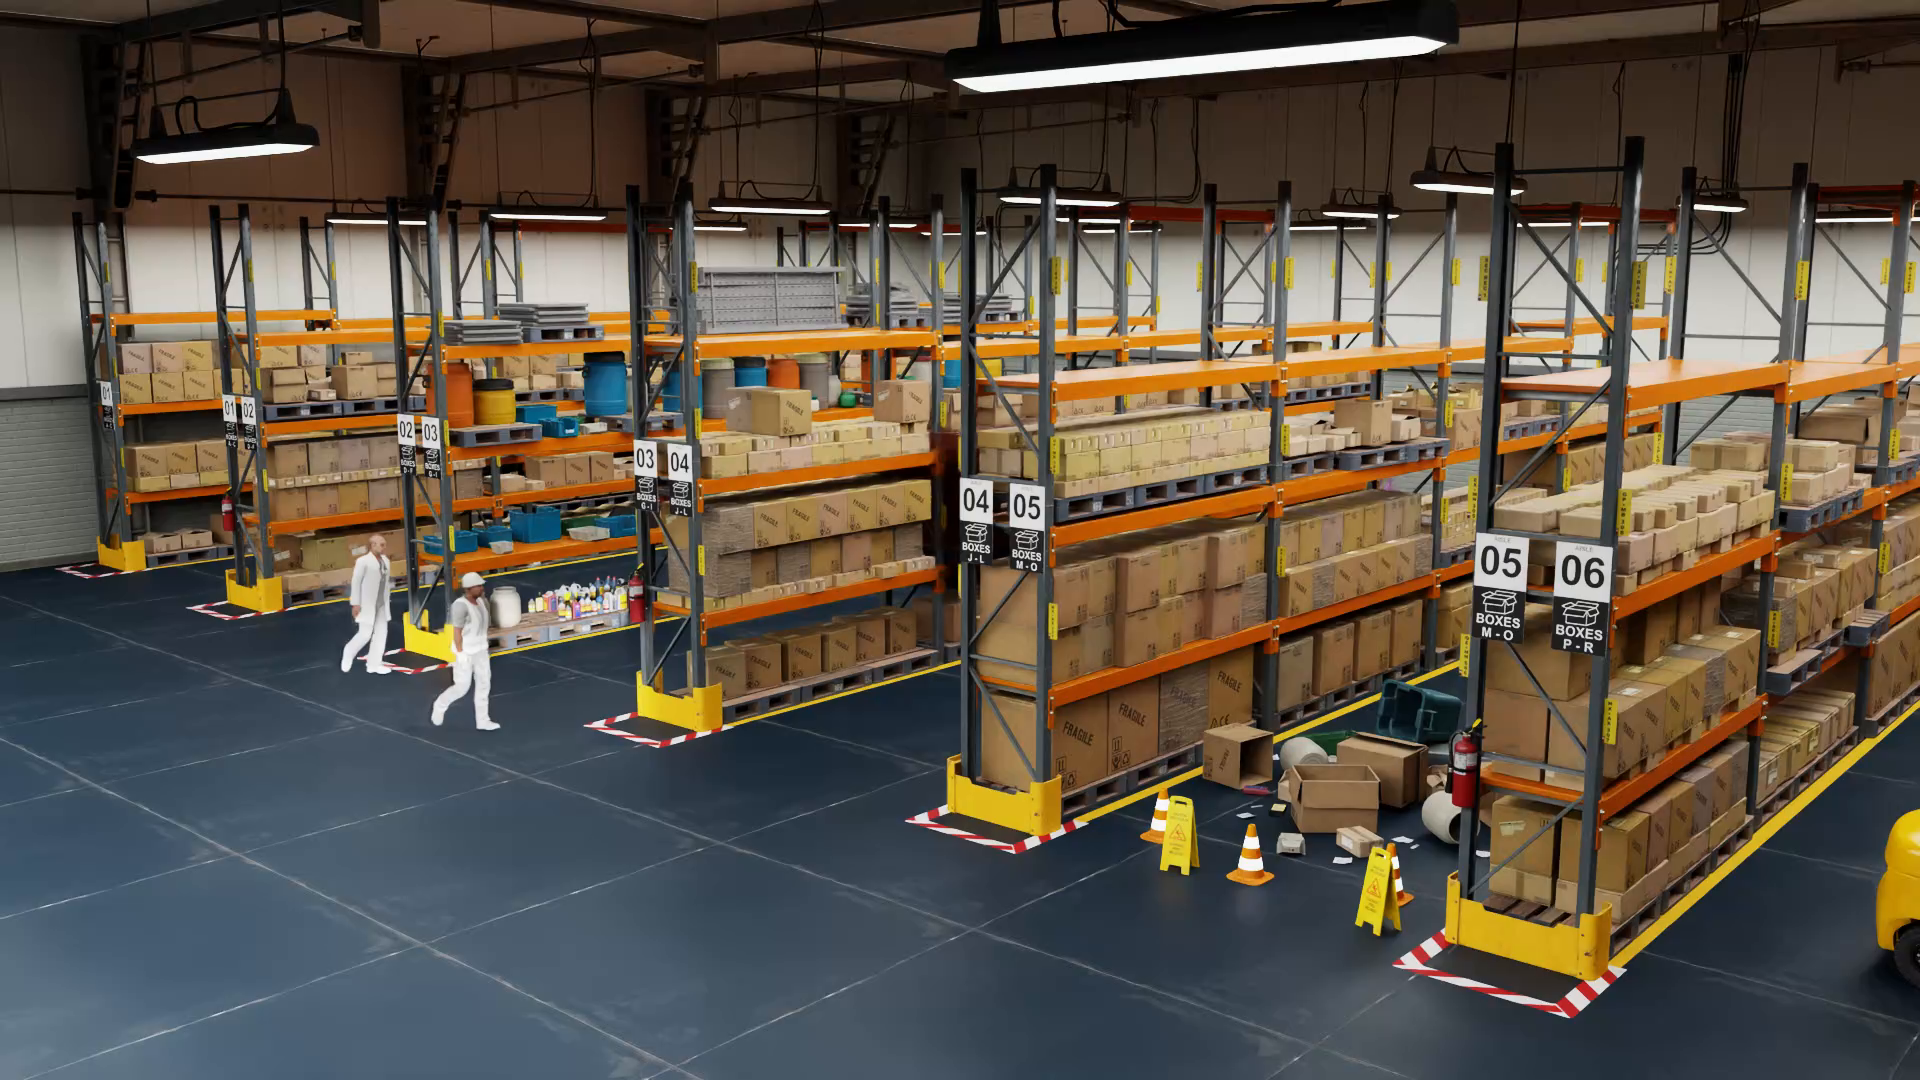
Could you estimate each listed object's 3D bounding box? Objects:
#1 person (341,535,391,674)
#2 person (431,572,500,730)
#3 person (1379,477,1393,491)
[{"bbox_3d":[-7.516,0.806,21.047,0.665,1.758,0.602,5,11,30],"label":"person"},{"bbox_3d":[-5.496,1.233,18.436,0.742,1.781,0.554,4,10,24],"label":"person"},{"bbox_3d":[8.095,-0.864,31.741,0.597,1.647,0.483,3,10,17],"label":"person"}]
